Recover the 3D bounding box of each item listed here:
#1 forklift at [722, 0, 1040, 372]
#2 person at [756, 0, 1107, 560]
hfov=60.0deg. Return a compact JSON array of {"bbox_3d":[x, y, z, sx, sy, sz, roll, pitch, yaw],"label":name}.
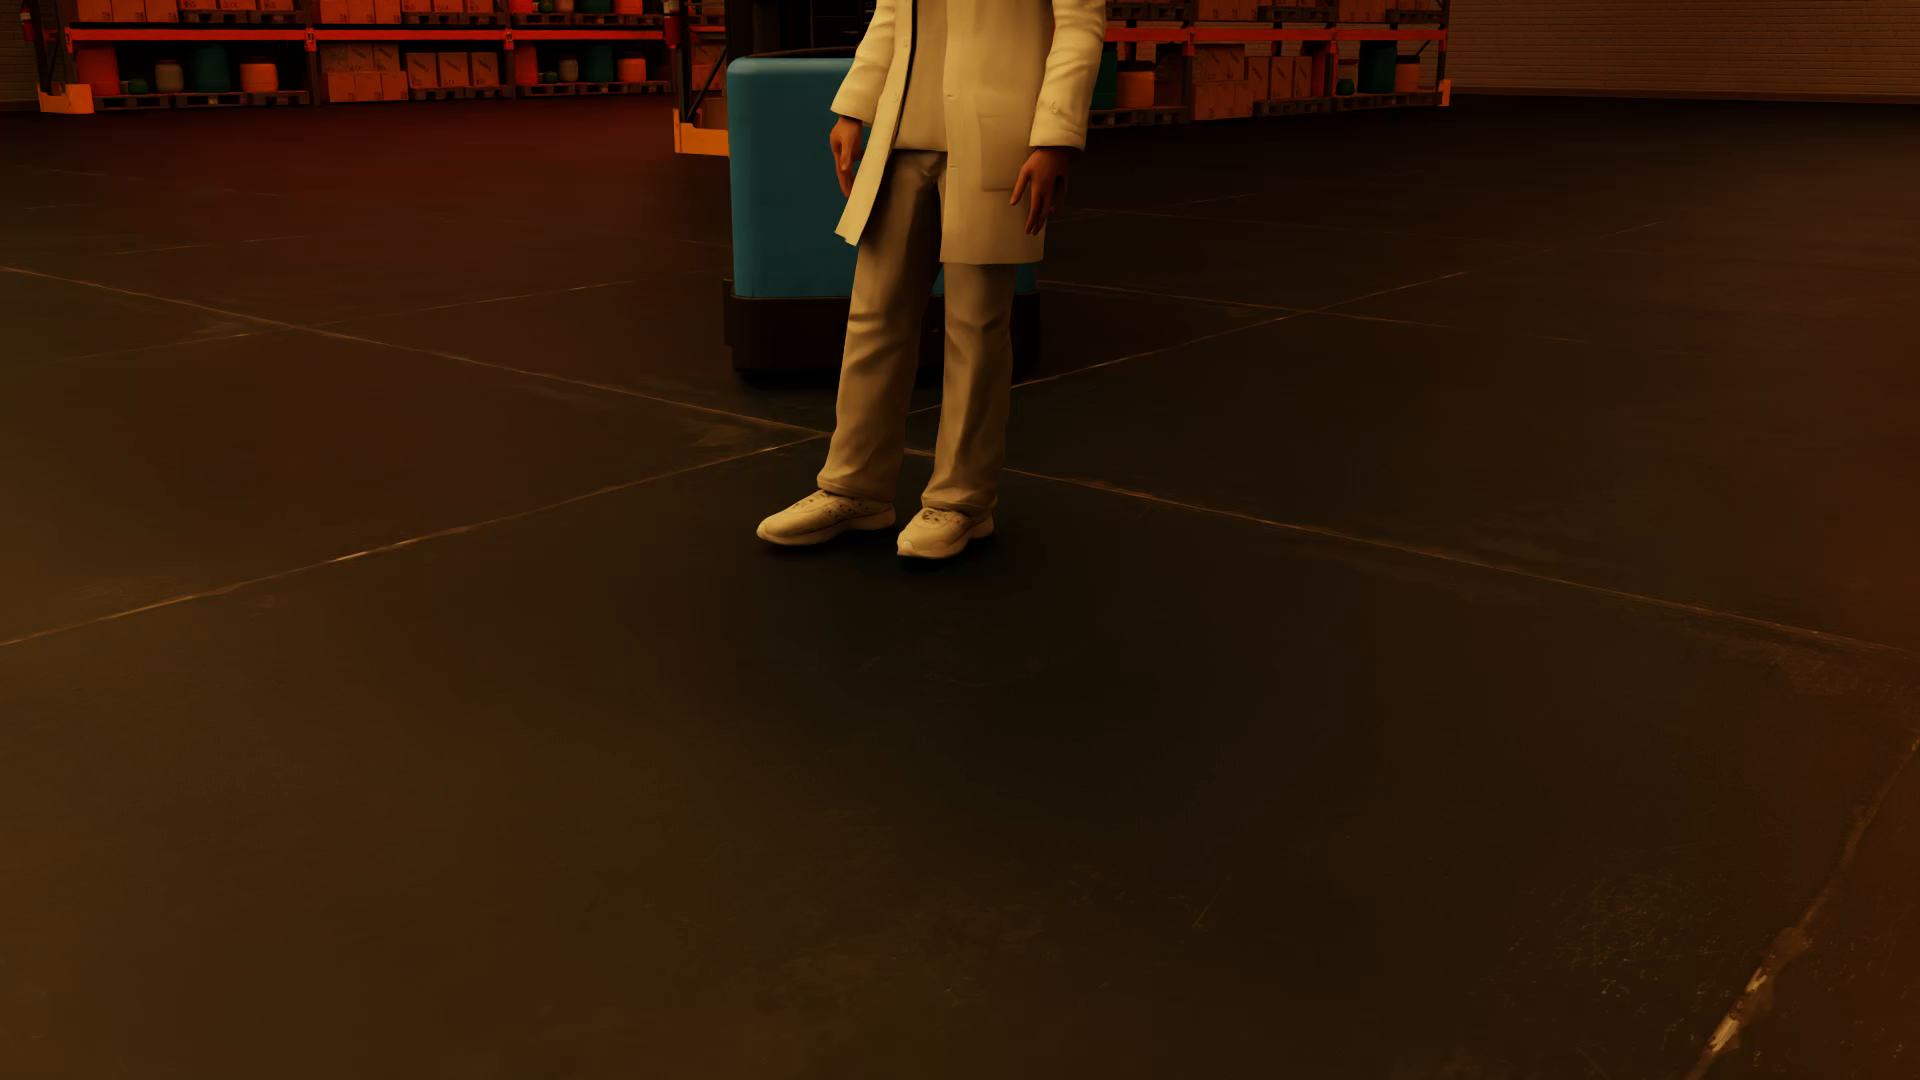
[{"bbox_3d":[-0.398,-2.352,6.643,1.130,2.935,3.031,-2,17,-6],"label":"forklift"},{"bbox_3d":[-0.061,-0.837,3.616,0.696,1.777,0.578,13,21,37],"label":"person"}]
